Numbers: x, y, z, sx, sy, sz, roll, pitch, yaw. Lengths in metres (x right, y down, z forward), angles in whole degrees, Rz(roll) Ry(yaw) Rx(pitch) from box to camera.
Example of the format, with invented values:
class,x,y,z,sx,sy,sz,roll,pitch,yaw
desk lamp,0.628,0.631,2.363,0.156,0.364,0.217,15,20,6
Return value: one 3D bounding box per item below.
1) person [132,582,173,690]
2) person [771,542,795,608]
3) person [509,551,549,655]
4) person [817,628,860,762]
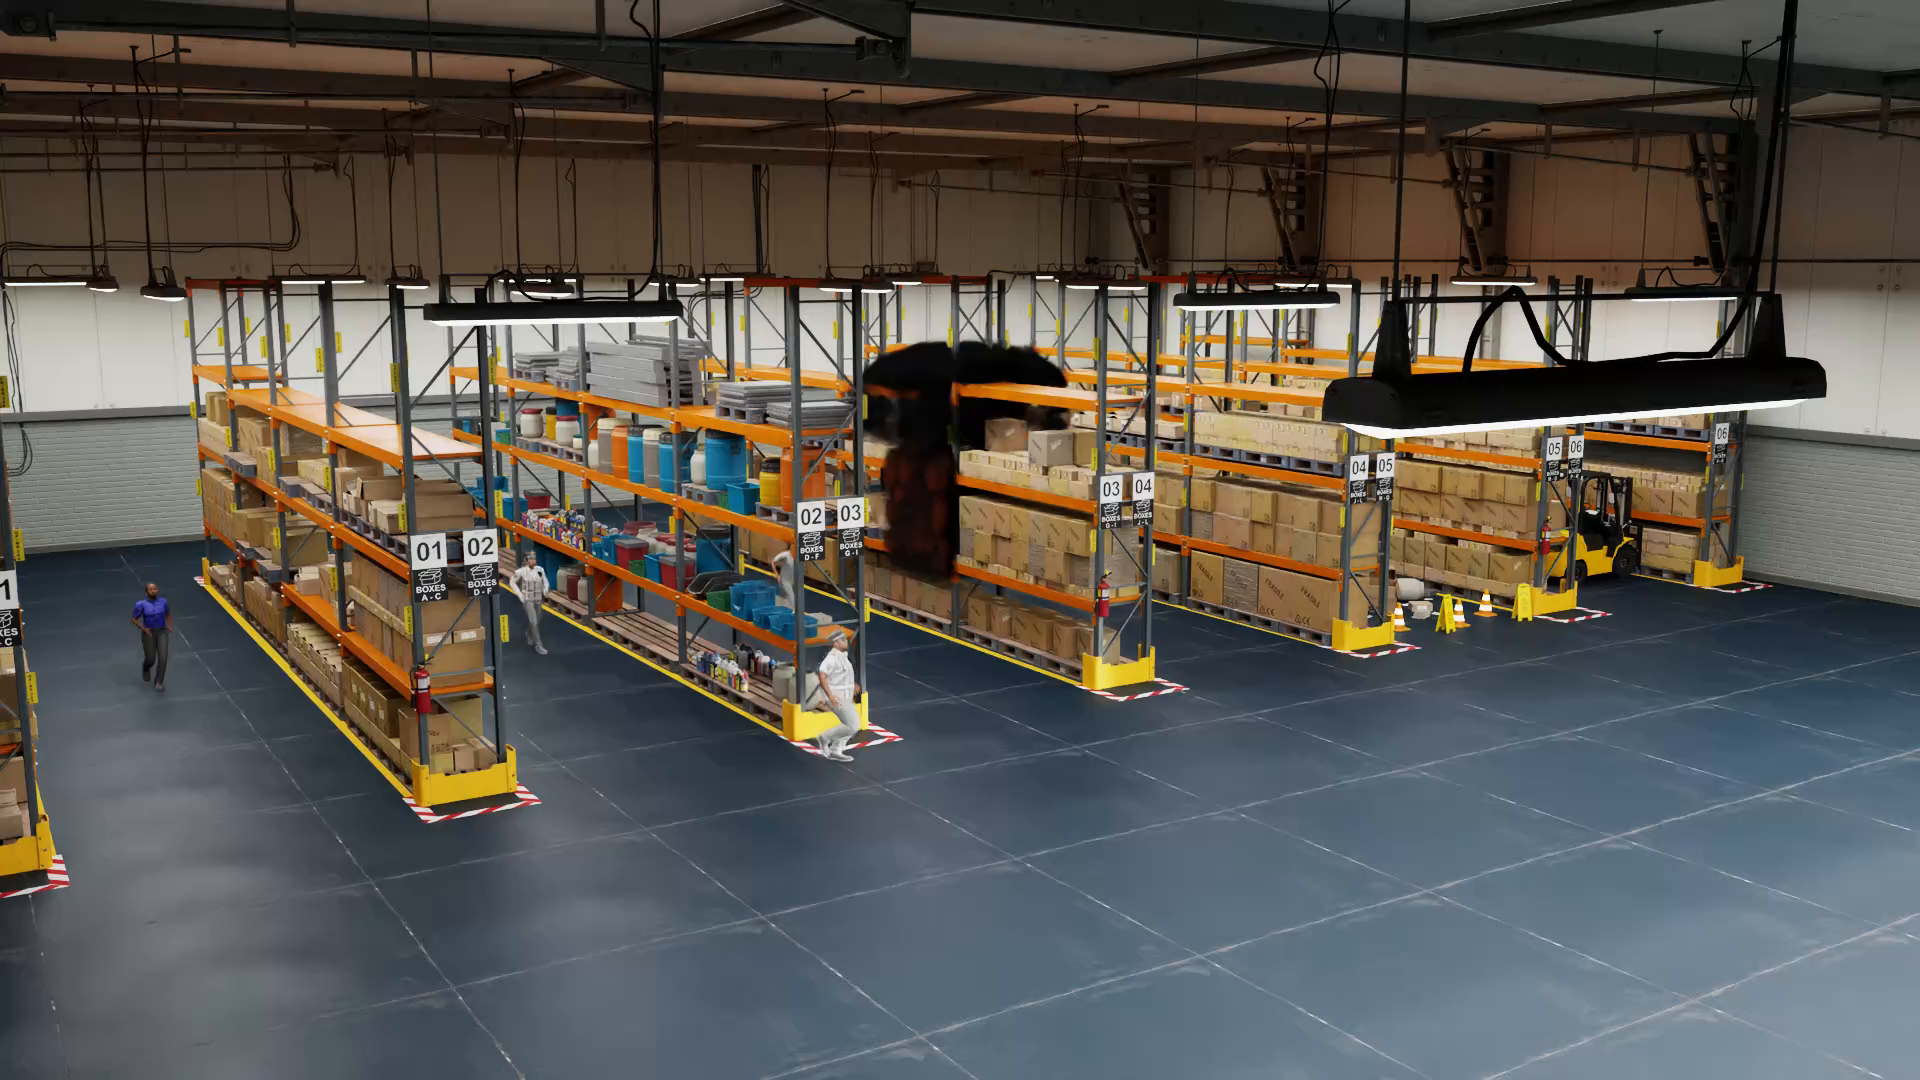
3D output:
class,x,y,z,sx,sy,sz,roll,pitch,yaw
person,-11.991,1.464,24.762,0.562,1.512,0.589,-8,13,-41
person,-2.974,0.765,28.478,0.951,1.672,0.566,9,13,42
person,-6.987,0.988,27.083,0.626,1.692,0.787,-7,12,-37
person,-1.538,1.967,21.126,0.548,1.718,0.675,1,10,3
